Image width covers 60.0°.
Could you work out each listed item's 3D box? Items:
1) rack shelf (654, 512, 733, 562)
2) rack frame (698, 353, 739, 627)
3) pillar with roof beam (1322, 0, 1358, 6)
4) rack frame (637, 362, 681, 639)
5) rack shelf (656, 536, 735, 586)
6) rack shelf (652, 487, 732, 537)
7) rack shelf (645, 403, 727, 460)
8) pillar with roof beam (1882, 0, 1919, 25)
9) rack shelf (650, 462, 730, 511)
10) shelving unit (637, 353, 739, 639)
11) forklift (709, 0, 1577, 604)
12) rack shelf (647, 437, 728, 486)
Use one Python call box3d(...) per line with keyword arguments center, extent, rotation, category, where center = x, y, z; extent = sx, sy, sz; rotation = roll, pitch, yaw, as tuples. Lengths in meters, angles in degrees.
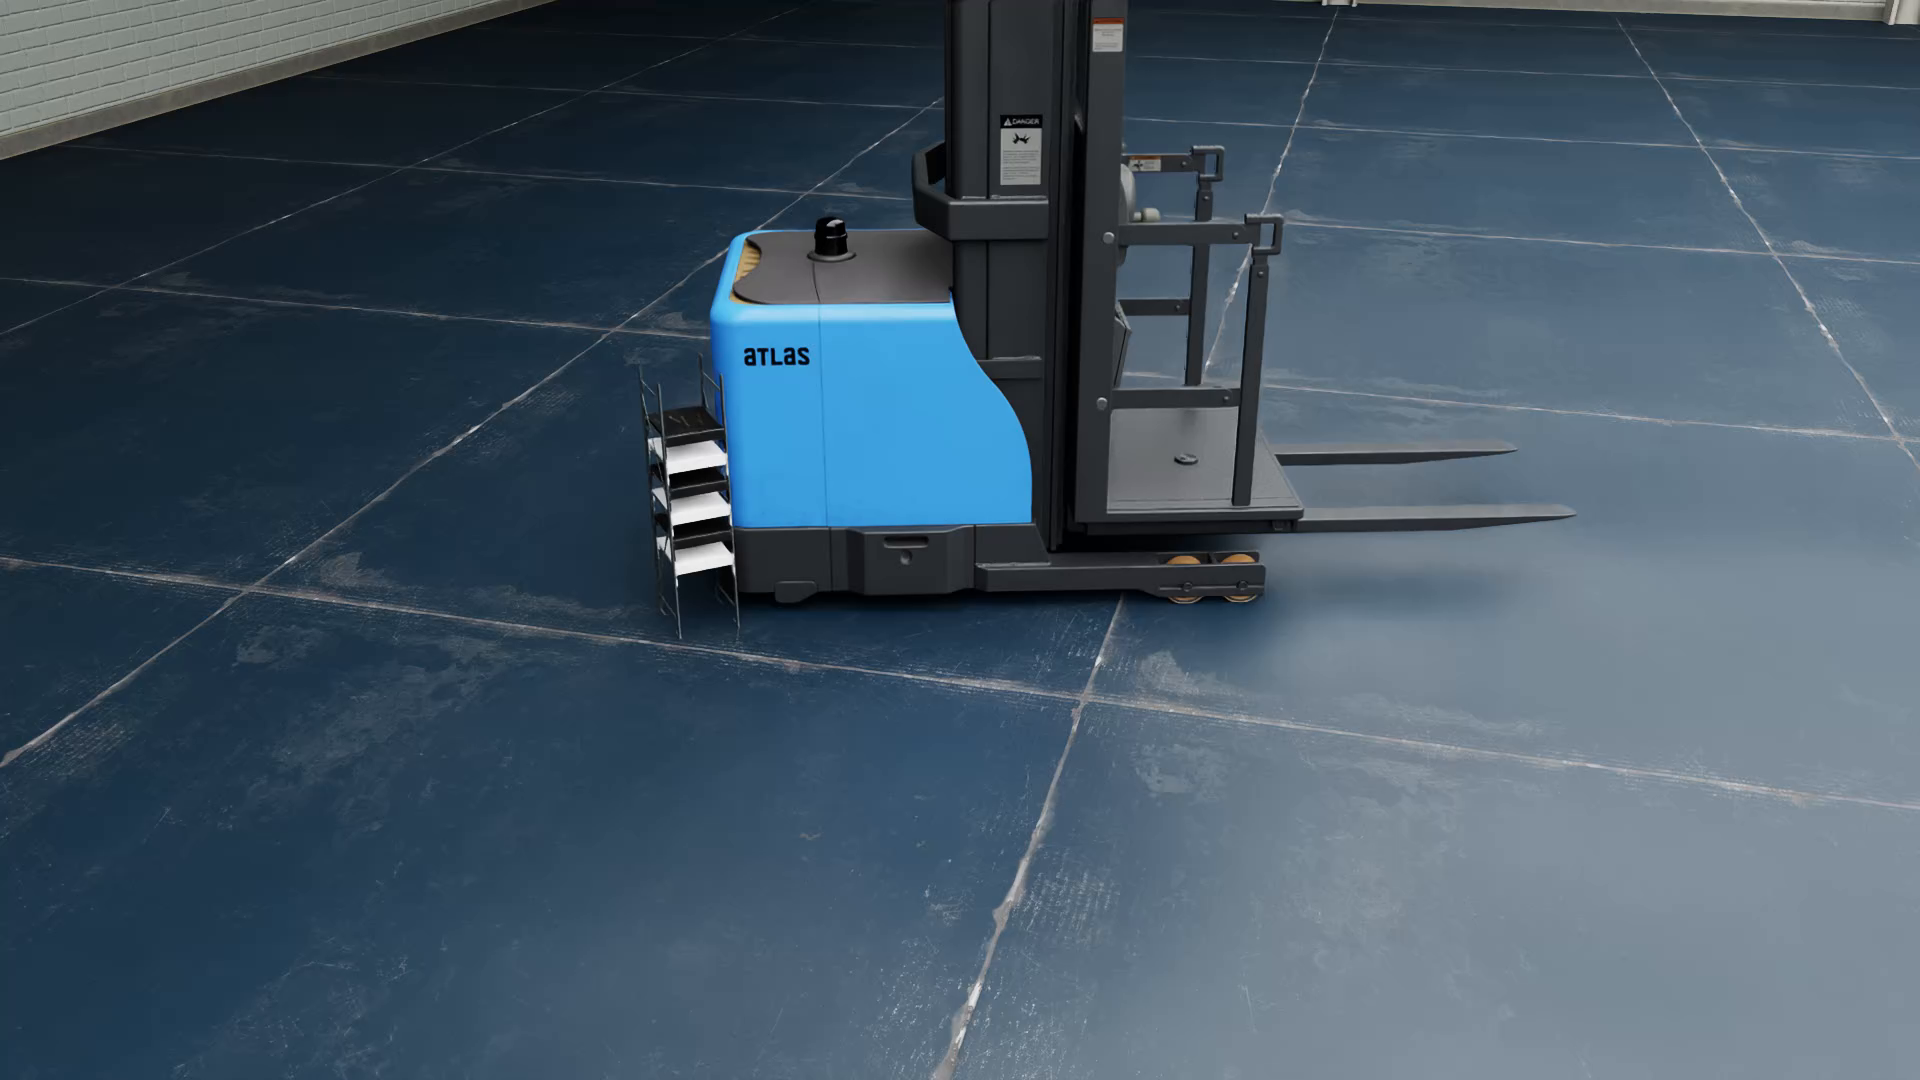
box3d(center=(-0.894, -0.029, 5.551), extent=(0.200, 0.077, 0.258), rotation=(-12, 28, -23), category="rack shelf")
box3d(center=(-0.802, -0.160, 5.537), extent=(0.006, 0.900, 0.240), rotation=(-12, 28, -23), category="rack frame")
box3d(center=(3.348, -8.510, 13.656), extent=(0.400, 9.000, 9.100), rotation=(6, 26, 13), category="pillar with roof beam")
box3d(center=(-0.986, -0.122, 5.458), extent=(0.006, 0.900, 0.240), rotation=(-12, 28, -23), category="rack frame")
box3d(center=(-0.894, 0.052, 5.589), extent=(0.200, 0.077, 0.258), rotation=(-12, 28, -23), category="rack shelf")
box3d(center=(-0.894, -0.111, 5.512), extent=(0.200, 0.077, 0.258), rotation=(-12, 28, -23), category="rack shelf")
box3d(center=(-0.894, -0.355, 5.397), extent=(0.200, 0.077, 0.258), rotation=(-12, 28, -23), category="rack shelf")
box3d(center=(9.159, -7.868, 12.307), extent=(0.400, 9.000, 9.100), rotation=(6, 26, 13), category="pillar with roof beam")
box3d(center=(-0.894, -0.192, 5.474), extent=(0.200, 0.077, 0.258), rotation=(-12, 28, -23), category="rack shelf")
box3d(center=(-0.894, -0.141, 5.498), extent=(0.210, 0.900, 0.258), rotation=(-12, 28, -23), category="shelving unit")
box3d(center=(0.672, -1.328, 5.629), extent=(3.031, 2.935, 1.130), rotation=(-1, 25, -2), category="forklift")
box3d(center=(-0.894, -0.274, 5.435), extent=(0.200, 0.077, 0.258), rotation=(-12, 28, -23), category="rack shelf")
